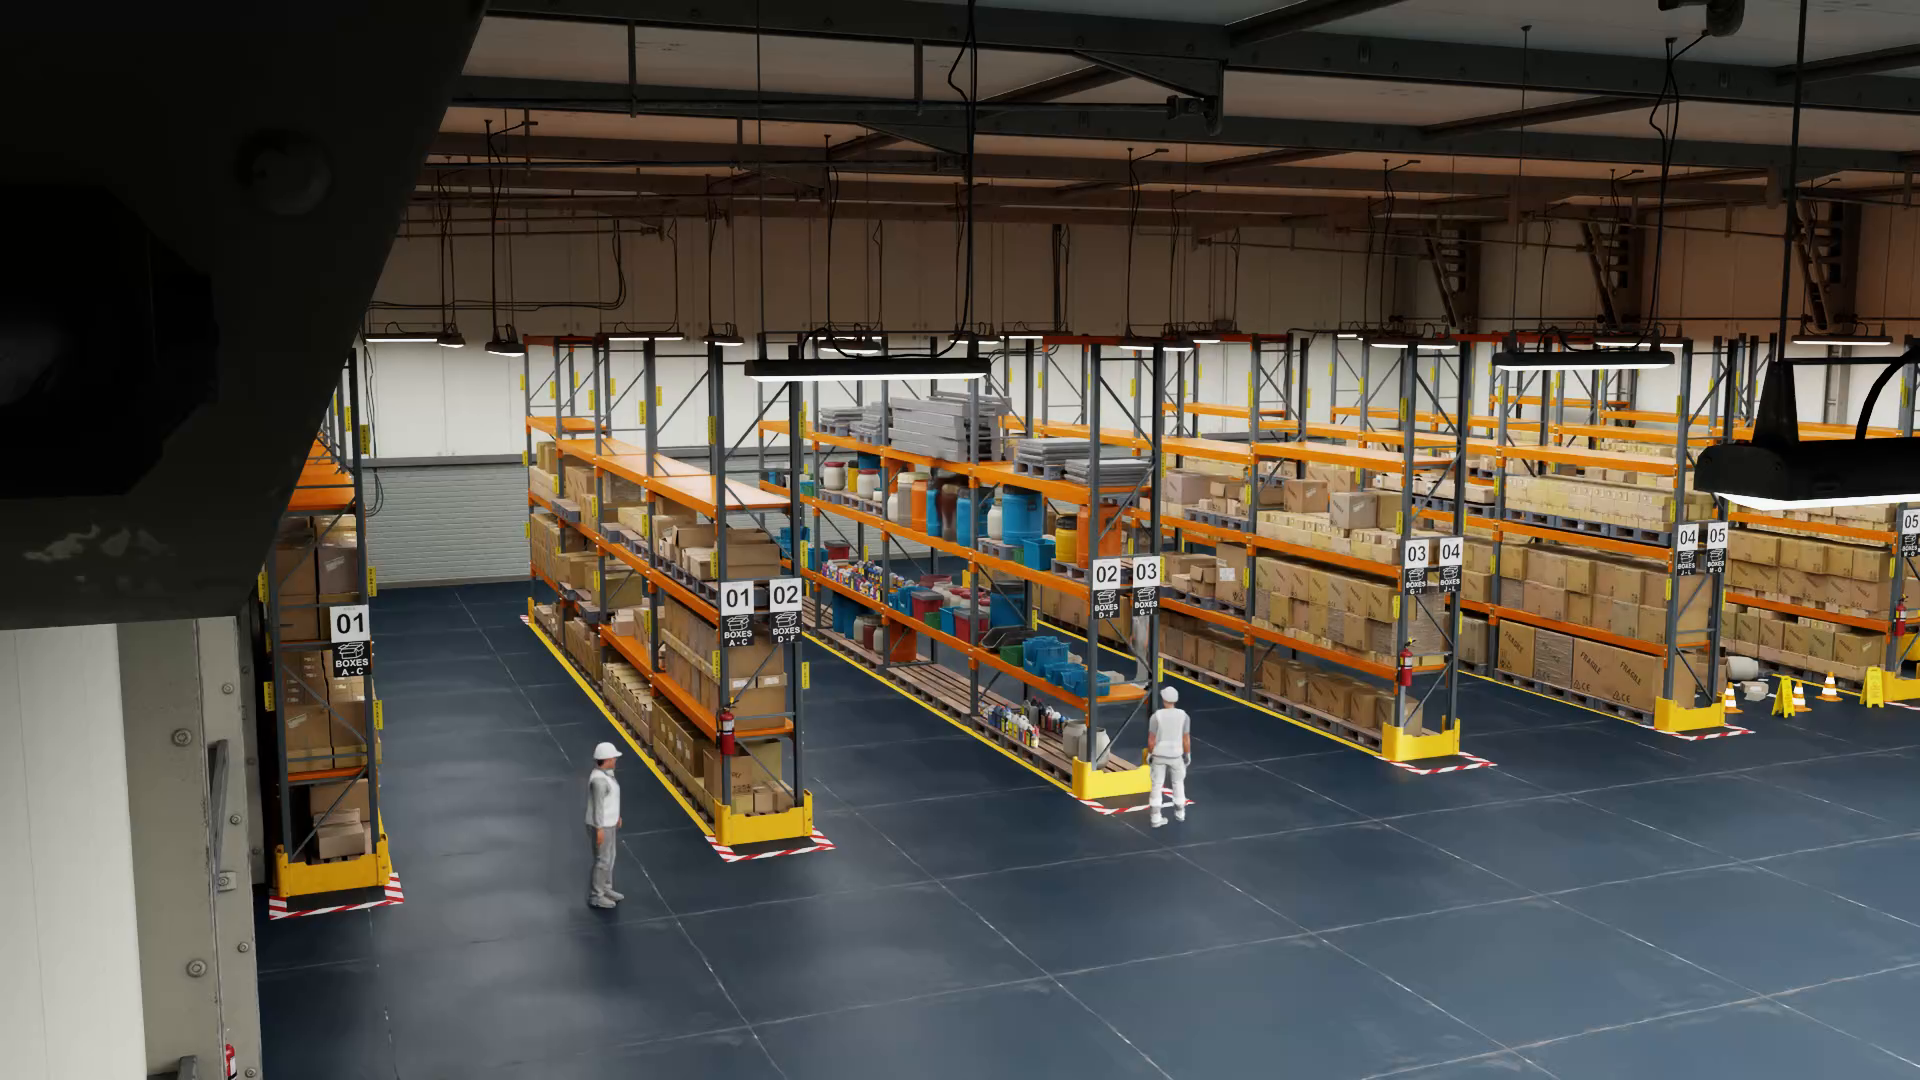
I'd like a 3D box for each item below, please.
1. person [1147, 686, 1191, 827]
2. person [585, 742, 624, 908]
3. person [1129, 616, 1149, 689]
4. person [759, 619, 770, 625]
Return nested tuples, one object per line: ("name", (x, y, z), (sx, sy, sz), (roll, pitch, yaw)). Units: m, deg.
("person", (2.633, 2.682, 20.896), (0.536, 1.780, 0.643), (2, 8, 15))
("person", (-3.855, 3.068, 18.030), (0.409, 1.791, 0.574), (-1, 8, -5))
("person", (3.098, 1.728, 28.548), (0.449, 1.679, 0.541), (-1, 8, -7))
("person", (-3.911, 1.127, 32.573), (0.608, 1.712, 1.166), (-1, 8, -4))
